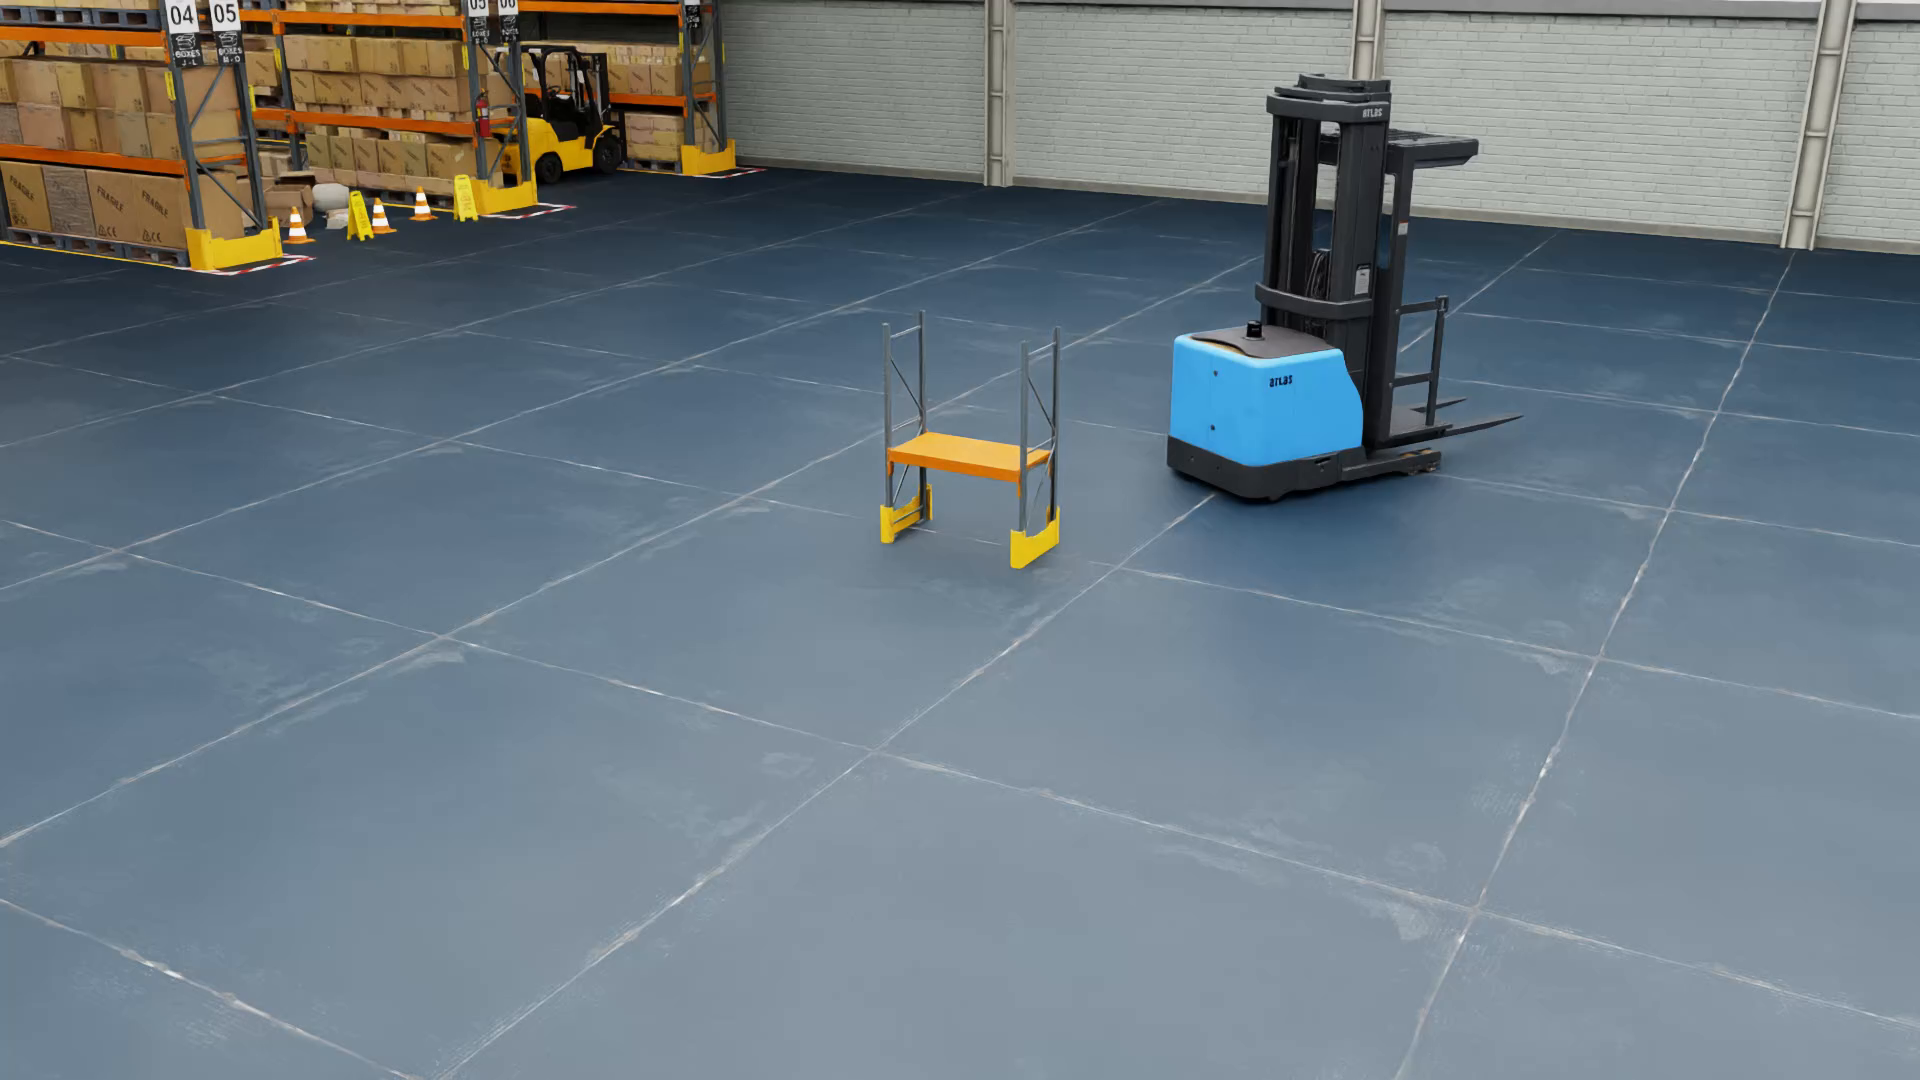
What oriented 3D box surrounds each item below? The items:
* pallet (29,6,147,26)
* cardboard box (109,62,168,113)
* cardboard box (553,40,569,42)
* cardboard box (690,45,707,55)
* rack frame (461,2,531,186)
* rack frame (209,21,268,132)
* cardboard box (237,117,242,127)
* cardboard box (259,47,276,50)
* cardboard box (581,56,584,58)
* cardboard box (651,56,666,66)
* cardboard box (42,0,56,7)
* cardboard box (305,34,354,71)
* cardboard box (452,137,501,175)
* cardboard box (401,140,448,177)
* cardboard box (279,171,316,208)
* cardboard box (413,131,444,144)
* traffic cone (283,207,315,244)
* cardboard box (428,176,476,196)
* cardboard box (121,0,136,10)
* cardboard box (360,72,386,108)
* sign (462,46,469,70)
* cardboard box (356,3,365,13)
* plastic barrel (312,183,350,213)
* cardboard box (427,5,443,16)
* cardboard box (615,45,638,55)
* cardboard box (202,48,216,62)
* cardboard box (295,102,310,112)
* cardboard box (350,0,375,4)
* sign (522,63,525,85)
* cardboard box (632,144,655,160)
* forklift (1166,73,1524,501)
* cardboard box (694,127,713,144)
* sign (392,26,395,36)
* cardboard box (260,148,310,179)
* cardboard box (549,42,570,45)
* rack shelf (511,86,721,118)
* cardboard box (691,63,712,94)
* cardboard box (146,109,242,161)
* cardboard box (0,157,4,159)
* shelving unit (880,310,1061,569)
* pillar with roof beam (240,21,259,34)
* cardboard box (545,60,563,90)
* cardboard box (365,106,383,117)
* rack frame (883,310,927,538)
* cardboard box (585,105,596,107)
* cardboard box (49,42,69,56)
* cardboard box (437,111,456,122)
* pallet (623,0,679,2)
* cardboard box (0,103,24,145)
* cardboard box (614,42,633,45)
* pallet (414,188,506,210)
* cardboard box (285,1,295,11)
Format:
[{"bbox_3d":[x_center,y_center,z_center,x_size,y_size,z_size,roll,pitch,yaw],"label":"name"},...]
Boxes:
[{"bbox_3d":[-10.894,-6.628,20.969,1.213,0.211,1.003,11,23,27],"label":"pallet"},{"bbox_3d":[-10.002,-5.652,20.744,0.550,0.550,0.875,11,23,27],"label":"cardboard box"},{"bbox_3d":[-7.296,-9.045,30.367,0.250,0.149,0.380,10,22,26],"label":"cardboard box"},{"bbox_3d":[-4.618,-8.516,28.910,0.250,0.149,0.380,10,22,26],"label":"cardboard box"},{"bbox_3d":[-6.846,-6.427,24.684,0.127,3.000,1.000,11,23,27],"label":"rack frame"},{"bbox_3d":[-14.905,-9.901,34.261,0.127,3.000,1.000,11,23,27],"label":"rack frame"},{"bbox_3d":[-14.592,-8.776,34.209,0.500,0.500,0.500,12,23,30],"label":"cardboard box"},{"bbox_3d":[-11.470,-7.809,27.296,0.500,0.500,0.500,11,22,27],"label":"cardboard box"},{"bbox_3d":[-6.667,-8.570,29.493,0.250,0.149,0.380,10,22,26],"label":"cardboard box"},{"bbox_3d":[-5.105,-8.265,28.653,0.250,0.149,0.380,11,23,28],"label":"cardboard box"},{"bbox_3d":[-11.184,-6.723,20.708,0.250,0.149,0.380,11,23,28],"label":"cardboard box"},{"bbox_3d":[-9.624,-7.520,25.648,0.500,0.500,0.700,11,23,28],"label":"cardboard box"},{"bbox_3d":[-7.436,-5.904,25.560,0.500,0.500,0.500,10,22,26],"label":"cardboard box"},{"bbox_3d":[-8.130,-5.826,25.343,0.500,0.500,0.500,12,23,29],"label":"cardboard box"},{"bbox_3d":[-10.066,-5.335,25.335,0.500,0.500,0.500,-7,21,-20],"label":"cardboard box"},{"bbox_3d":[-8.026,-6.086,25.109,0.250,0.149,0.380,12,23,29],"label":"cardboard box"},{"bbox_3d":[-8.943,-4.255,22.416,0.334,0.463,0.336,11,23,27],"label":"traffic cone"},{"bbox_3d":[-7.704,-5.390,25.242,0.500,0.250,0.500,11,23,27],"label":"cardboard box"},{"bbox_3d":[-9.847,-6.469,20.008,0.250,0.149,0.380,11,23,28],"label":"cardboard box"},{"bbox_3d":[-8.757,-6.881,25.352,0.500,0.500,0.500,11,23,28],"label":"cardboard box"},{"bbox_3d":[-7.134,-6.958,23.986,0.005,0.325,0.100,11,23,27],"label":"sign"},{"bbox_3d":[-8.837,-8.002,24.996,0.250,0.149,0.380,11,23,28],"label":"cardboard box"},{"bbox_3d":[-9.388,-5.109,24.828,0.512,0.421,0.421,-7,21,-20],"label":"plastic barrel"},{"bbox_3d":[-7.527,-7.727,24.236,0.250,0.149,0.380,11,23,28],"label":"cardboard box"},{"bbox_3d":[-5.779,-8.535,28.961,0.250,0.149,0.380,11,23,29],"label":"cardboard box"},{"bbox_3d":[-12.192,-7.741,27.109,0.500,0.500,0.500,10,22,25],"label":"cardboard box"},{"bbox_3d":[-10.220,-6.826,26.153,0.250,0.149,0.380,11,23,27],"label":"cardboard box"},{"bbox_3d":[-8.760,-8.163,24.856,0.500,0.250,0.500,11,23,28],"label":"cardboard box"},{"bbox_3d":[-6.582,-6.995,24.982,0.005,0.325,0.100,11,23,27],"label":"sign"},{"bbox_3d":[-5.422,-6.880,29.348,0.500,0.250,0.500,11,23,27],"label":"cardboard box"},{"bbox_3d":[3.113,-2.015,12.621,3.031,2.935,1.130,-12,23,-29],"label":"forklift"},{"bbox_3d":[-4.738,-7.185,29.457,0.500,0.250,0.500,11,23,28],"label":"cardboard box"},{"bbox_3d":[-11.145,-9.946,32.686,0.005,0.325,0.100,11,23,27],"label":"sign"},{"bbox_3d":[-10.797,-6.141,27.132,0.625,0.372,0.950,11,23,28],"label":"cardboard box"},{"bbox_3d":[-7.113,-8.791,29.667,0.250,0.149,0.380,11,23,28],"label":"cardboard box"},{"bbox_3d":[-6.175,-7.900,29.799,4.000,0.370,1.077,11,23,27],"label":"rack shelf"},{"bbox_3d":[-4.726,-8.117,29.197,0.500,0.500,0.500,12,23,29],"label":"cardboard box"},{"bbox_3d":[-9.518,-5.055,20.682,0.550,0.550,0.875,11,23,27],"label":"cardboard box"},{"bbox_3d":[-14.090,-4.980,23.377,0.750,0.750,1.050,11,23,27],"label":"cardboard box"},{"bbox_3d":[0.067,-0.692,11.074,1.083,1.500,0.587,11,23,27],"label":"shelving unit"},{"bbox_3d":[-17.173,-11.823,30.763,0.400,9.000,9.100,11,23,27],"label":"pillar with roof beam"},{"bbox_3d":[-7.198,-8.384,29.933,0.500,0.500,0.500,11,23,28],"label":"cardboard box"},{"bbox_3d":[-8.874,-6.577,25.466,0.250,0.149,0.380,11,23,27],"label":"cardboard box"},{"bbox_3d":[-0.369,-0.775,11.303,0.032,1.500,0.500,11,23,27],"label":"rack frame"},{"bbox_3d":[-6.947,-7.841,30.533,0.500,0.250,0.500,10,22,27],"label":"cardboard box"},{"bbox_3d":[-15.291,-8.450,28.648,0.500,0.500,0.500,11,23,27],"label":"cardboard box"},{"bbox_3d":[-7.552,-6.316,24.748,0.250,0.149,0.380,10,22,27],"label":"cardboard box"},{"bbox_3d":[-5.033,-9.399,28.608,1.213,0.211,1.003,11,23,27],"label":"pallet"},{"bbox_3d":[-12.336,-5.614,22.224,0.550,0.550,0.875,11,23,27],"label":"cardboard box"},{"bbox_3d":[-5.954,-8.782,29.643,0.250,0.149,0.380,11,23,28],"label":"cardboard box"},{"bbox_3d":[-7.604,-5.274,25.596,1.213,0.211,1.003,11,23,27],"label":"pallet"},{"bbox_3d":[-10.184,-8.258,25.701,0.250,0.149,0.380,10,22,26],"label":"cardboard box"}]
